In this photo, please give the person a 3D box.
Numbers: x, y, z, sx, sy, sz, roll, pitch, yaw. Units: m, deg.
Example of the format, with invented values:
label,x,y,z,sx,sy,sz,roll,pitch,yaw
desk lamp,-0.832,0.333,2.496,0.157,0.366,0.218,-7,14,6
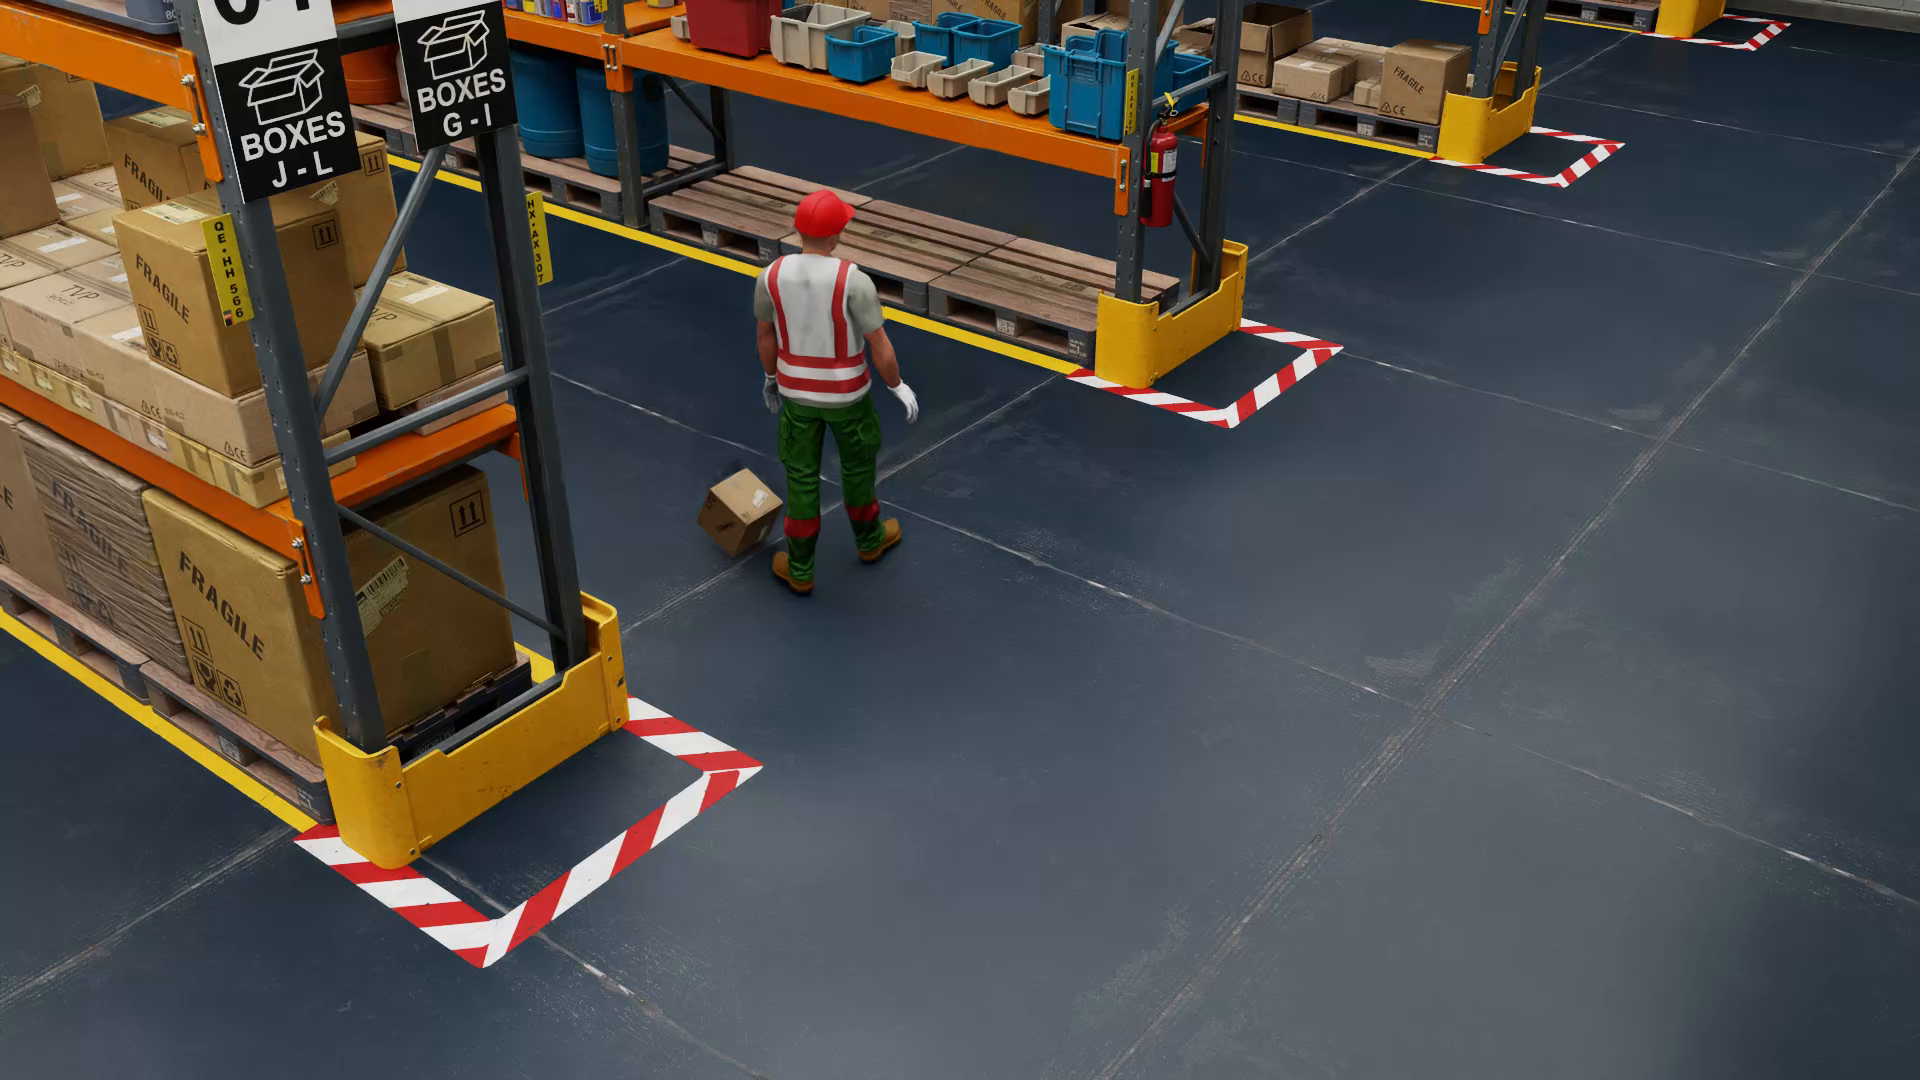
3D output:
label,x,y,z,sx,sy,sz,roll,pitch,yaw
person,-0.517,-0.661,7.205,0.699,1.789,0.634,6,31,10
